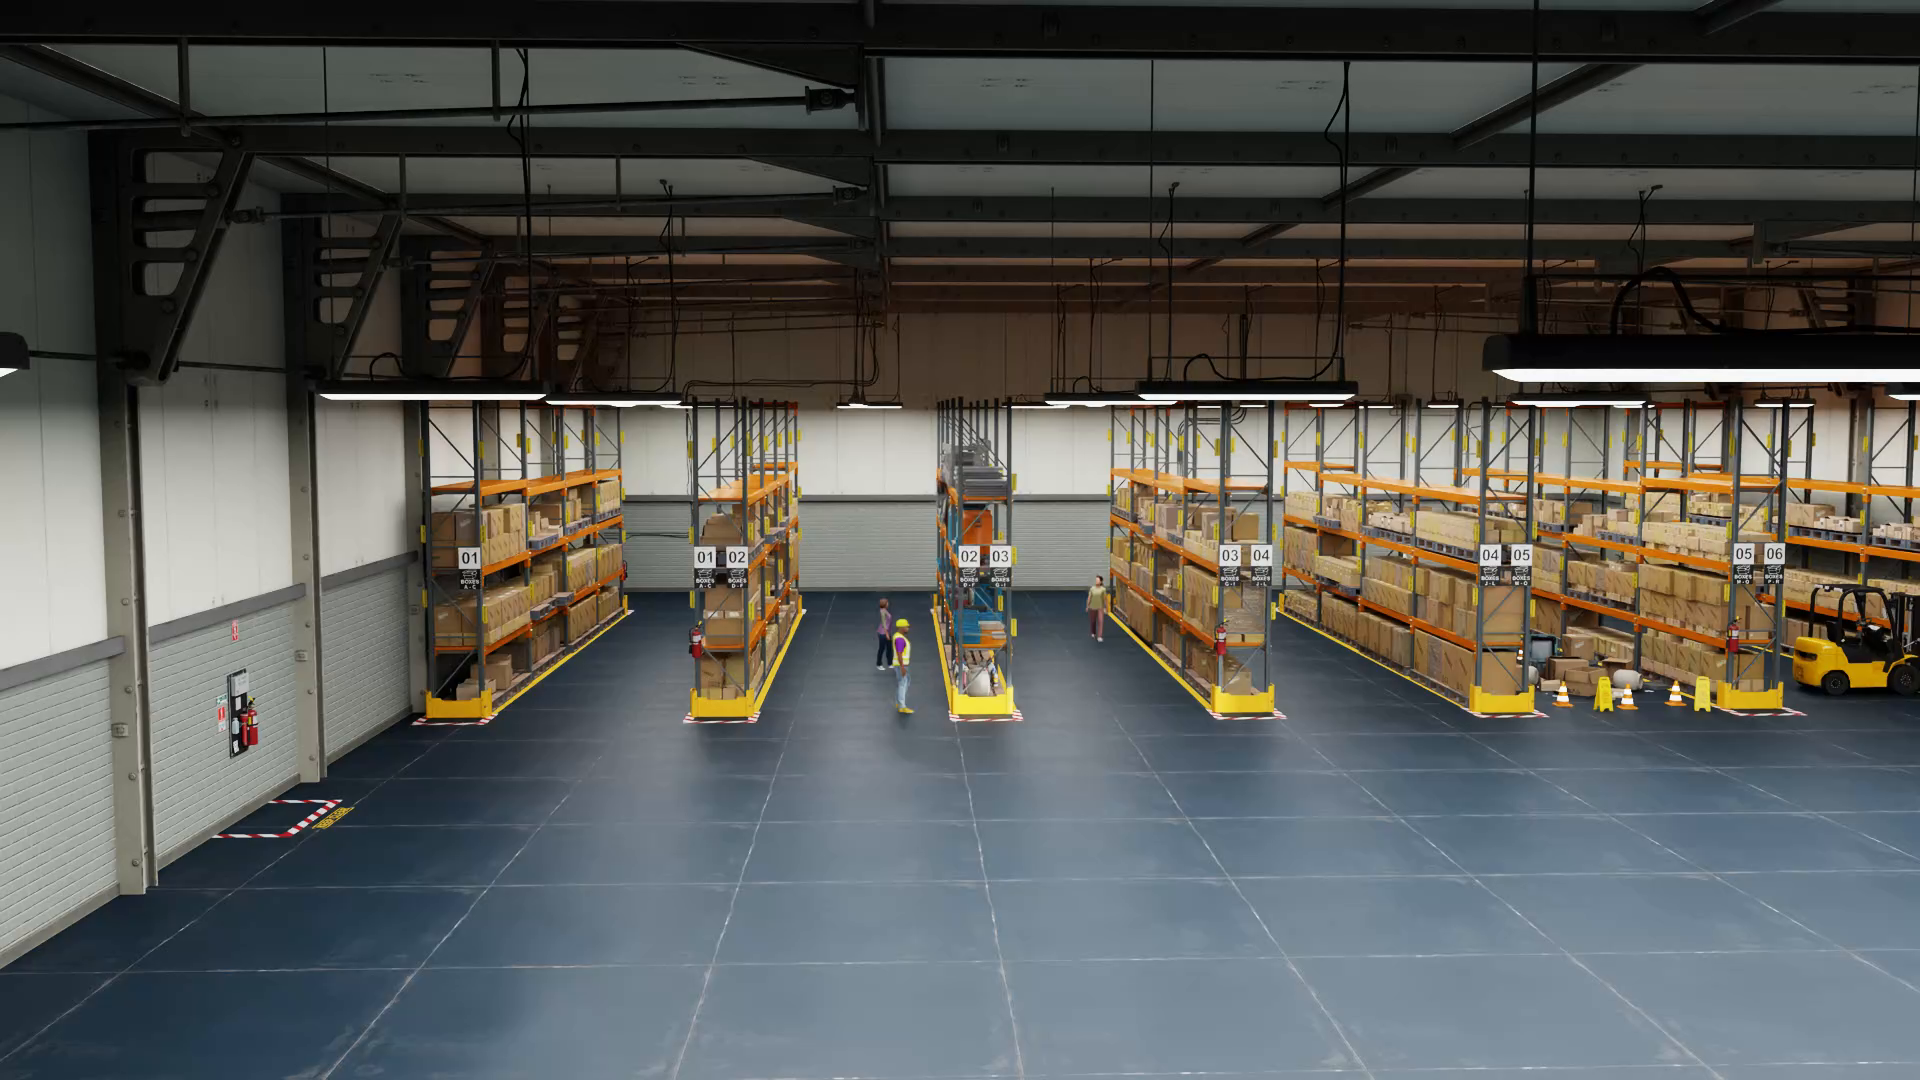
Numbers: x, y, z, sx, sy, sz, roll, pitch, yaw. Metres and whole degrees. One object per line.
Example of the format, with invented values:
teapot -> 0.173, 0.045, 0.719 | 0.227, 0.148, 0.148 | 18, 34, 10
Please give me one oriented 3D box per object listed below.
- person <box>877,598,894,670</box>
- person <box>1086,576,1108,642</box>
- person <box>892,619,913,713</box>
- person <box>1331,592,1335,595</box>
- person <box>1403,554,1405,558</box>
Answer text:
person -> -1.601, 2.087, 36.780 | 0.516, 1.571, 0.475 | 1, 5, 15
person -> 3.428, 1.707, 41.510 | 0.559, 1.622, 1.014 | 0, 4, 3
person -> -1.091, 2.427, 31.757 | 0.400, 1.840, 0.672 | 0, 4, -1
person -> 11.566, 0.914, 51.081 | 0.612, 1.702, 0.540 | -4, 6, -42
person -> 12.303, 1.260, 46.472 | 0.441, 1.772, 0.598 | 0, 4, 3
